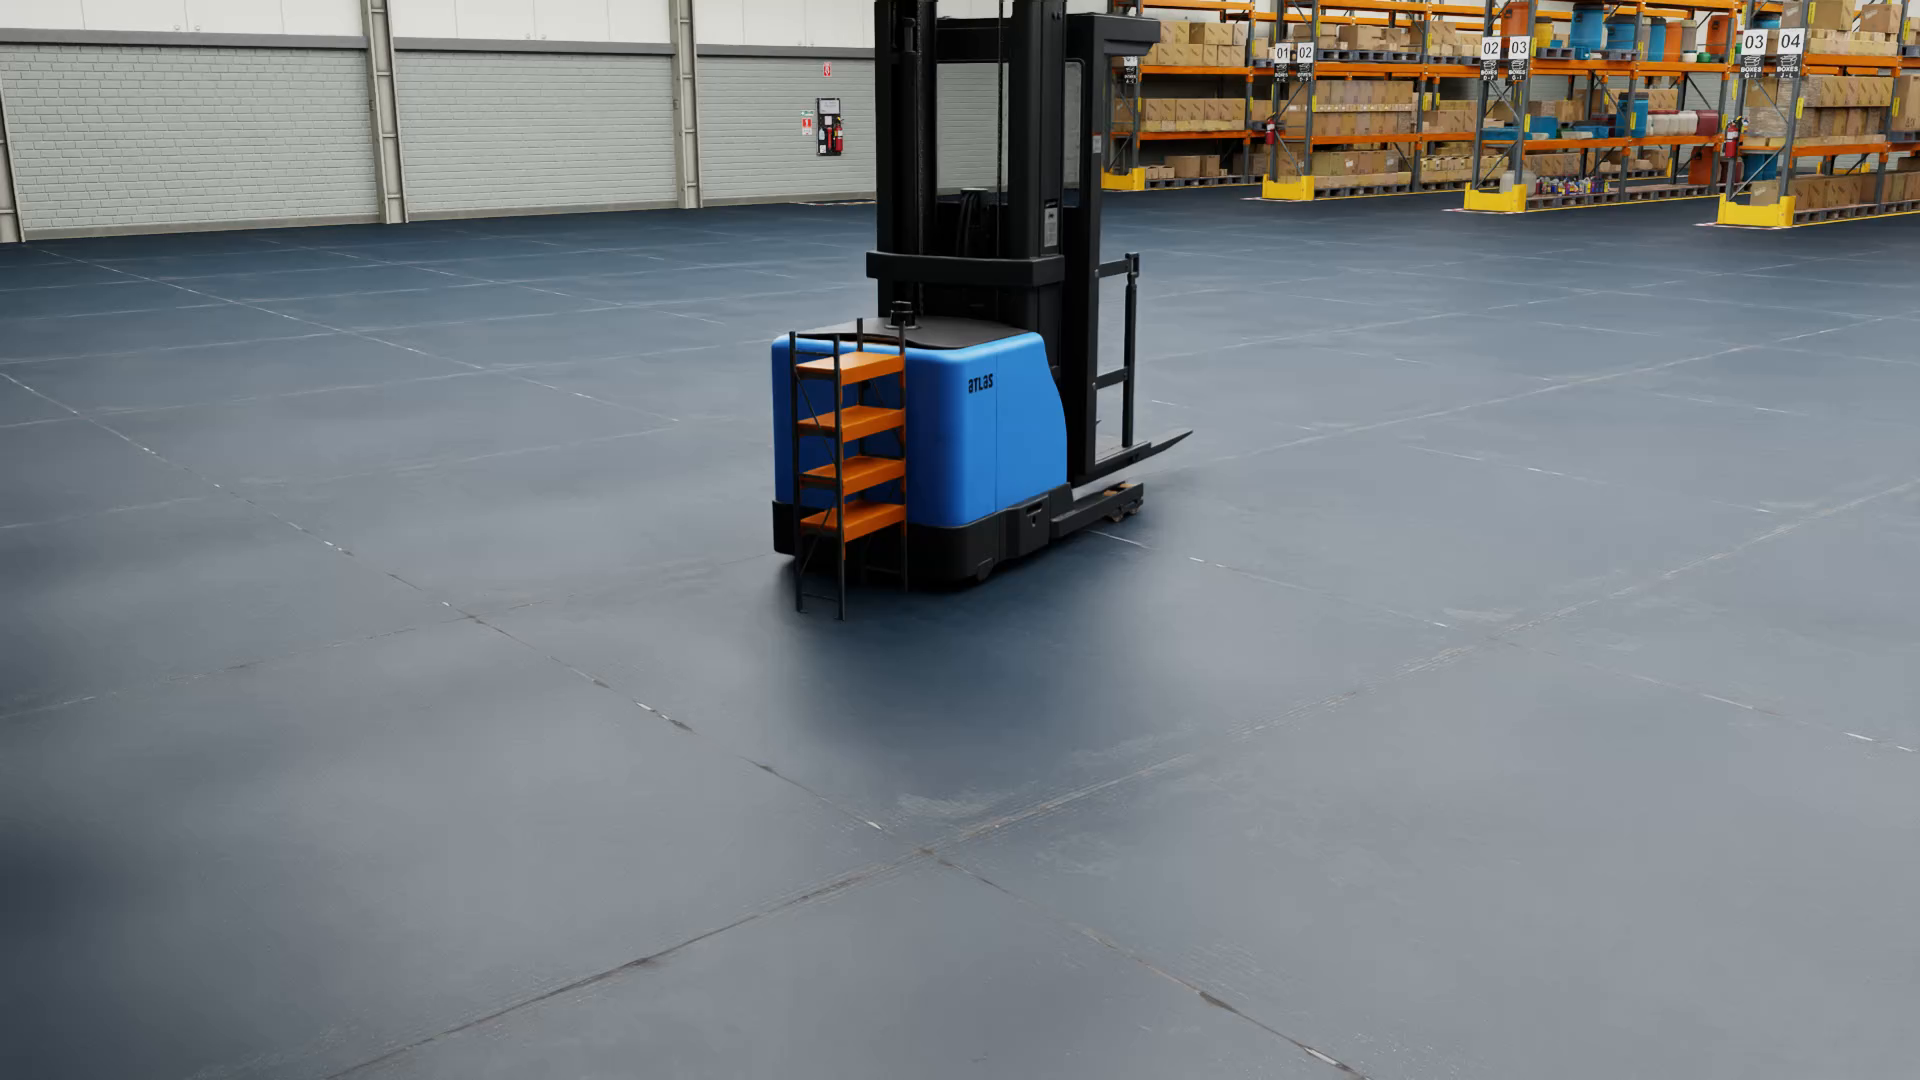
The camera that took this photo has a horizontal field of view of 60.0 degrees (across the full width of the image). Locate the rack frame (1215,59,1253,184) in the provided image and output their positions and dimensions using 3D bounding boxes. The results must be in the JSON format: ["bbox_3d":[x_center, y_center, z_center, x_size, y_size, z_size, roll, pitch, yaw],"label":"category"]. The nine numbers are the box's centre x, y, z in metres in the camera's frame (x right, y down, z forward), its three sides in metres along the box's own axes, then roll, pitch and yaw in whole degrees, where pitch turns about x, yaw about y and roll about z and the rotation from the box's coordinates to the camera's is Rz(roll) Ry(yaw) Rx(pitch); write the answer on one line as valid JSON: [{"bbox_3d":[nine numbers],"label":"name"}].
[{"bbox_3d":[6.799,-10.407,41.398,0.127,3.000,1.000,-13,19,-39],"label":"rack frame"}]

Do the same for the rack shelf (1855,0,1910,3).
[{"bbox_3d":[18.063,-10.210,31.206,4.000,0.370,1.077,-13,19,-39],"label":"rack shelf"}]

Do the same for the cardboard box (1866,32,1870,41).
[{"bbox_3d":[15.670,-8.804,29.103,0.250,0.149,0.380,-12,19,-37],"label":"cardboard box"}]

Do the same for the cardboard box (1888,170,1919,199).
[{"bbox_3d":[18.246,-6.885,32.205,0.500,0.500,0.700,-11,18,-35],"label":"cardboard box"}]

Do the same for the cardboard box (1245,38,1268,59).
[{"bbox_3d":[7.264,-12.184,41.232,0.500,0.500,0.500,-9,18,-32],"label":"cardboard box"}]

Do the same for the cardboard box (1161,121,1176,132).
[{"bbox_3d":[4.741,-9.778,39.296,0.500,0.250,0.500,-13,20,-41],"label":"cardboard box"}]

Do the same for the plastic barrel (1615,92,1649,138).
[{"bbox_3d":[13.793,-8.727,34.137,0.708,0.901,0.600,-13,19,-39],"label":"plastic barrel"}]

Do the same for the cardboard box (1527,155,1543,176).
[{"bbox_3d":[13.994,-9.237,41.009,0.500,0.500,0.500,-14,20,-41],"label":"cardboard box"}]

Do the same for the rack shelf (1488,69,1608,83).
[{"bbox_3d":[14.580,-11.561,41.301,4.000,0.370,1.077,-13,19,-39],"label":"rack shelf"}]

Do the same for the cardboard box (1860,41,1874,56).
[{"bbox_3d":[15.600,-8.589,29.070,0.500,0.250,0.500,-13,20,-40],"label":"cardboard box"}]

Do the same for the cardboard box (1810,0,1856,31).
[{"bbox_3d":[14.834,-8.918,28.272,0.500,0.500,0.500,-13,20,-40],"label":"cardboard box"}]

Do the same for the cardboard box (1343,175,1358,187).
[{"bbox_3d":[8.339,-7.857,36.368,0.500,0.250,0.500,-13,19,-39],"label":"cardboard box"}]

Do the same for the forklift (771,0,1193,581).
[{"bbox_3d":[0.313,-1.562,8.419,1.130,2.935,3.031,9,17,30],"label":"forklift"}]

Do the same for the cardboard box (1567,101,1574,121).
[{"bbox_3d":[15.108,-10.884,42.177,0.500,0.500,0.700,-9,17,-31],"label":"cardboard box"}]

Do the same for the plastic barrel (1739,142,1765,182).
[{"bbox_3d":[18.382,-8.814,38.686,0.708,0.901,0.600,-13,19,-39],"label":"plastic barrel"}]

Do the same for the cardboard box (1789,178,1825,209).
[{"bbox_3d":[14.932,-6.144,29.470,0.500,0.500,0.500,-10,18,-34],"label":"cardboard box"}]

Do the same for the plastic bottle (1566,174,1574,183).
[{"bbox_3d":[12.516,-7.327,34.148,0.185,0.351,0.144,-13,19,-39],"label":"plastic bottle"}]

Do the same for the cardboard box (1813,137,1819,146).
[{"bbox_3d":[14.483,-6.841,28.536,0.250,0.149,0.380,-13,19,-39],"label":"cardboard box"}]

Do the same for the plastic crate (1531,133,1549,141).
[{"bbox_3d":[11.172,-7.762,32.008,0.250,0.136,0.298,-13,19,-39],"label":"plastic crate"}]

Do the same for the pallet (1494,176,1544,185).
[{"bbox_3d":[13.660,-8.893,41.132,1.213,0.211,1.003,-13,19,-39],"label":"pallet"}]

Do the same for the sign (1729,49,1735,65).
[{"bbox_3d":[16.687,-10.448,35.944,0.005,0.325,0.100,-13,19,-39],"label":"sign"}]

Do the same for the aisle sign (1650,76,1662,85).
[{"bbox_3d":[18.965,-12.801,45.322,0.004,0.787,0.394,-13,19,-39],"label":"aisle sign"}]

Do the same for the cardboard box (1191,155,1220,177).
[{"bbox_3d":[6.043,-9.228,40.976,0.500,0.500,0.500,14,21,43],"label":"cardboard box"}]

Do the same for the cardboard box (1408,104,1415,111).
[{"bbox_3d":[9.989,-9.717,37.365,0.250,0.149,0.380,-13,20,-39],"label":"cardboard box"}]

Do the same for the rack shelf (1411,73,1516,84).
[{"bbox_3d":[14.343,-13.202,47.446,4.000,0.370,1.077,-13,19,-39],"label":"rack shelf"}]

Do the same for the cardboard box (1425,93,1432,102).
[{"bbox_3d":[12.650,-12.197,45.838,0.500,0.250,0.500,-12,19,-38],"label":"cardboard box"}]

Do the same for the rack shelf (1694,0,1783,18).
[{"bbox_3d":[17.829,-11.852,37.353,4.000,0.370,1.077,-13,19,-39],"label":"rack shelf"}]

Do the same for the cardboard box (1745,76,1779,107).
[{"bbox_3d":[13.789,-7.653,28.379,0.500,0.500,0.500,-13,19,-39],"label":"cardboard box"}]

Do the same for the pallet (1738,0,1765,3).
[{"bbox_3d":[16.885,-11.886,36.451,1.003,0.211,1.213,-13,19,-39],"label":"pallet"}]

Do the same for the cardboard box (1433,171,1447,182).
[{"bbox_3d":[10.907,-8.424,38.489,0.500,0.250,0.500,-12,19,-38],"label":"cardboard box"}]

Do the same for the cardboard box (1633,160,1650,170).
[{"bbox_3d":[18.122,-10.065,44.593,0.500,0.250,0.500,-13,19,-39],"label":"cardboard box"}]

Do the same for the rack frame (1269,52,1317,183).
[{"bbox_3d":[7.036,-8.765,35.253,0.127,3.000,1.000,-13,19,-39],"label":"rack frame"}]

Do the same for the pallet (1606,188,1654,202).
[{"bbox_3d":[13.870,-7.271,35.063,1.213,0.211,1.003,-13,19,-39],"label":"pallet"}]

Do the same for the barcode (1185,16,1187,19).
[{"bbox_3d":[5.469,-12.622,40.197,0.075,0.075,0.001,-13,19,-39],"label":"barcode"}]

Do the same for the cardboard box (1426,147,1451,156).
[{"bbox_3d":[13.466,-10.864,47.139,0.500,0.500,0.700,-12,19,-39],"label":"cardboard box"}]

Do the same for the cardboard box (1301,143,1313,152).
[{"bbox_3d":[8.837,-10.235,43.293,0.500,0.250,0.500,-12,19,-38],"label":"cardboard box"}]

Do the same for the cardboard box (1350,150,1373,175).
[{"bbox_3d":[8.720,-8.303,36.584,0.500,0.500,0.500,-13,19,-39],"label":"cardboard box"}]

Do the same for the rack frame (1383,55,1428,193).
[{"bbox_3d":[10.054,-9.443,37.790,0.127,3.000,1.000,-13,19,-39],"label":"rack frame"}]

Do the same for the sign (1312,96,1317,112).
[{"bbox_3d":[7.396,-9.113,34.723,0.005,0.325,0.100,-13,19,-39],"label":"sign"}]

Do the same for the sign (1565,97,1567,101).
[{"bbox_3d":[15.727,-11.321,43.142,0.005,0.325,0.100,-13,19,-39],"label":"sign"}]

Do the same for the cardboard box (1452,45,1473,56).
[{"bbox_3d":[11.537,-11.335,38.536,0.500,0.250,0.500,14,20,42],"label":"cardboard box"}]

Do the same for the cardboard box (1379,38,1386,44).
[{"bbox_3d":[9.094,-10.994,36.872,0.500,0.311,0.500,-14,20,-42],"label":"cardboard box"}]

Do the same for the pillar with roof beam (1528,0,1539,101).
[{"bbox_3d":[20.147,-15.126,47.439,0.400,9.000,9.100,-13,19,-39],"label":"pillar with roof beam"}]

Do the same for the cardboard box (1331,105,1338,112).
[{"bbox_3d":[7.860,-9.239,35.575,0.250,0.149,0.380,-13,19,-39],"label":"cardboard box"}]

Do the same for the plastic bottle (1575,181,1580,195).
[{"bbox_3d":[12.344,-7.051,33.268,0.097,0.271,0.097,0,15,0],"label":"plastic bottle"}]

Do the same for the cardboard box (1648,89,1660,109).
[{"bbox_3d":[18.183,-11.704,44.122,0.500,0.500,0.500,-12,19,-38],"label":"cardboard box"}]

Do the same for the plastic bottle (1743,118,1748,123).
[{"bbox_3d":[17.827,-9.410,37.763,0.185,0.351,0.144,-13,19,-39],"label":"plastic bottle"}]

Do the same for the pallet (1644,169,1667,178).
[{"bbox_3d":[18.448,-9.980,45.206,1.213,0.211,1.003,-13,19,-39],"label":"pallet"}]

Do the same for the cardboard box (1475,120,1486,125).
[{"bbox_3d":[12.270,-9.964,39.912,0.500,0.311,0.500,-13,20,-40],"label":"cardboard box"}]

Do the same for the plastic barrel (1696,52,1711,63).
[{"bbox_3d":[16.168,-10.478,36.153,0.294,0.245,0.294,0,15,0],"label":"plastic barrel"}]

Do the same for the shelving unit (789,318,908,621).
[{"bbox_3d":[-0.465,-0.311,7.089,0.258,1.200,0.503,9,17,30],"label":"shelving unit"}]

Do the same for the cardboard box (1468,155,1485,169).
[{"bbox_3d":[12.068,-8.955,39.391,0.500,0.311,0.500,-13,20,-40],"label":"cardboard box"}]

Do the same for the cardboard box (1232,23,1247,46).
[{"bbox_3d":[6.599,-12.259,40.351,0.500,0.500,0.500,14,20,42],"label":"cardboard box"}]
